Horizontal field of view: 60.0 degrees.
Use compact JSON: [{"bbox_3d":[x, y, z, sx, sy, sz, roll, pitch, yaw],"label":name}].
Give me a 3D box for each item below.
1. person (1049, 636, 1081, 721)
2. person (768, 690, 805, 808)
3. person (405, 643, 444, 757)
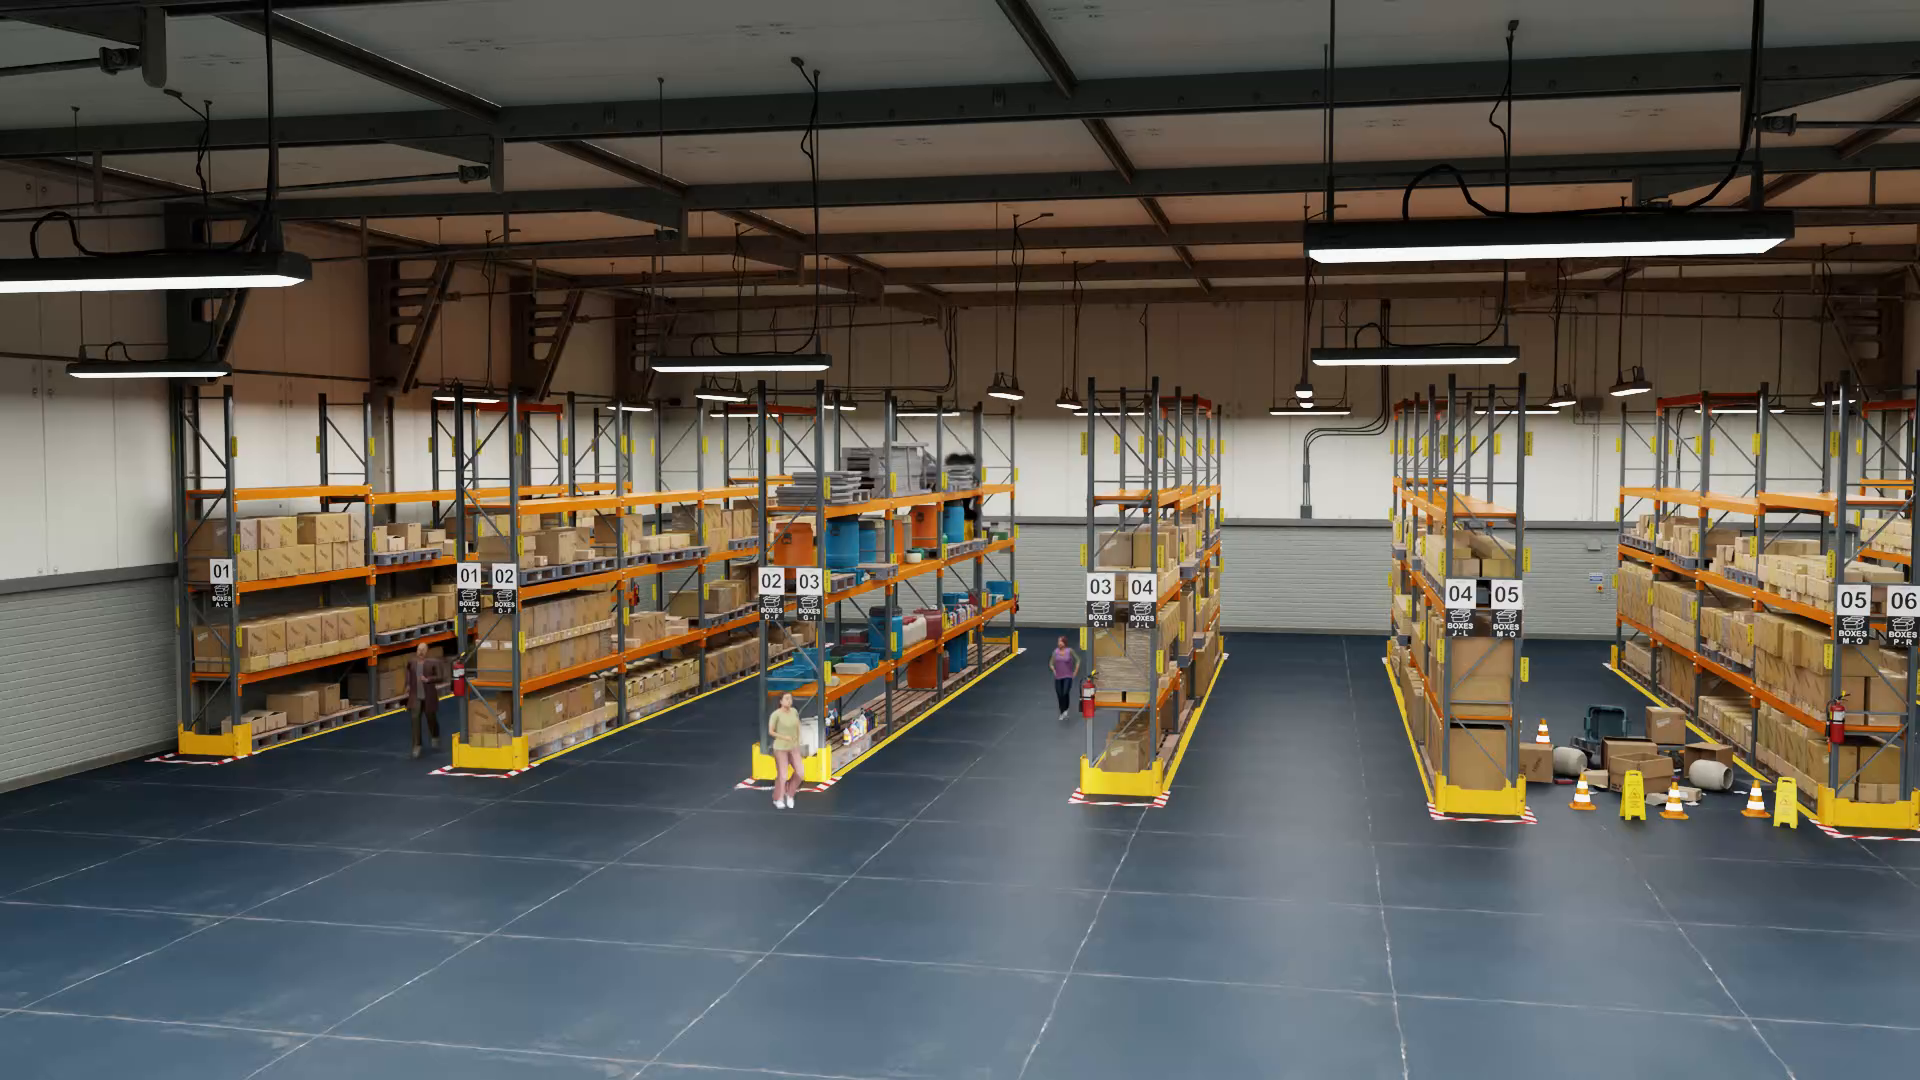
[{"bbox_3d":[1.883,2.522,30.251,0.550,1.560,0.580,1,3,18],"label":"person"},{"bbox_3d":[-2.375,2.890,22.939,0.596,1.650,0.622,-2,4,-38],"label":"person"},{"bbox_3d":[-8.725,2.560,27.083,0.678,1.788,1.037,0,3,-3],"label":"person"}]
